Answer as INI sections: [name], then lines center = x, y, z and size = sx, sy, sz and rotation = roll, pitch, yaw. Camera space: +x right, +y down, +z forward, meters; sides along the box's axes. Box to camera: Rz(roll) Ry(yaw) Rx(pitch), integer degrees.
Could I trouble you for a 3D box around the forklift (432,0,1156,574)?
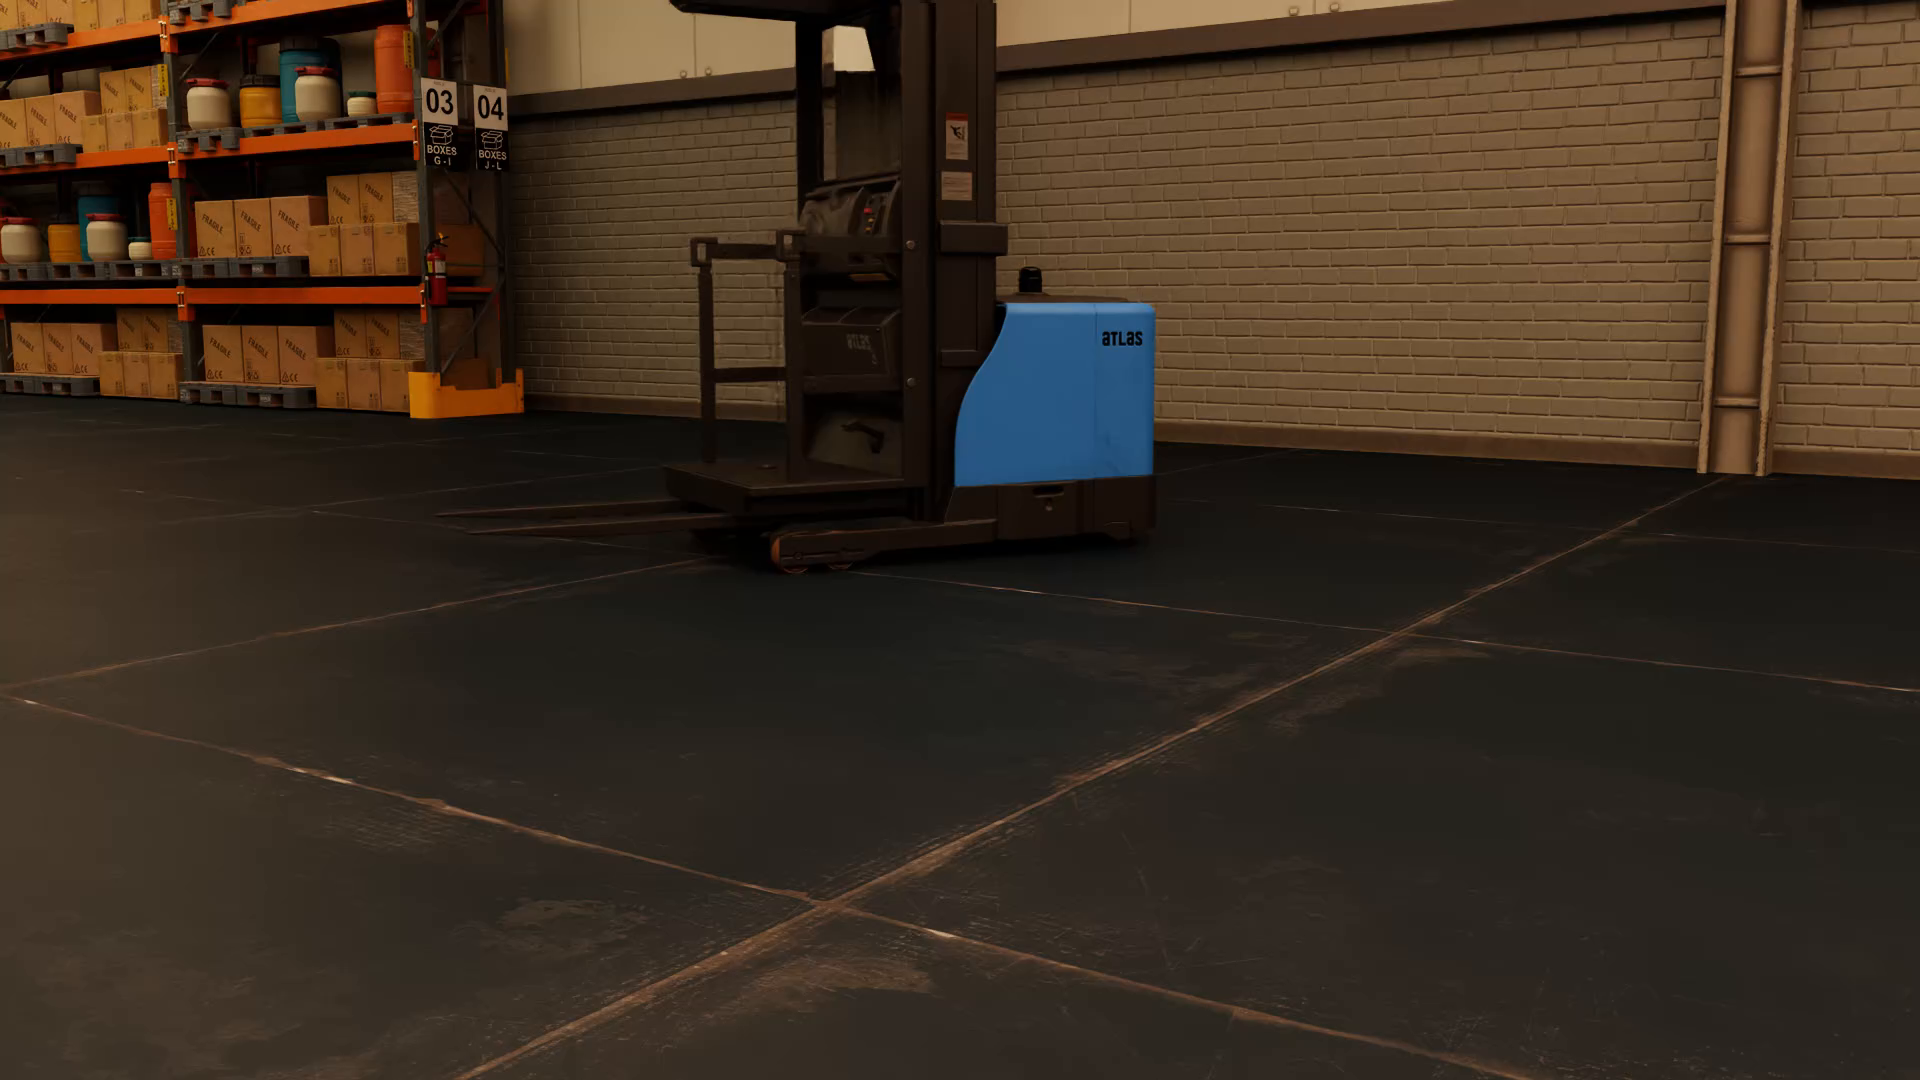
[forklift]
center = -0.662, -1.399, 7.028
size = 3.031, 2.935, 1.130
rotation = -4, 9, -28
